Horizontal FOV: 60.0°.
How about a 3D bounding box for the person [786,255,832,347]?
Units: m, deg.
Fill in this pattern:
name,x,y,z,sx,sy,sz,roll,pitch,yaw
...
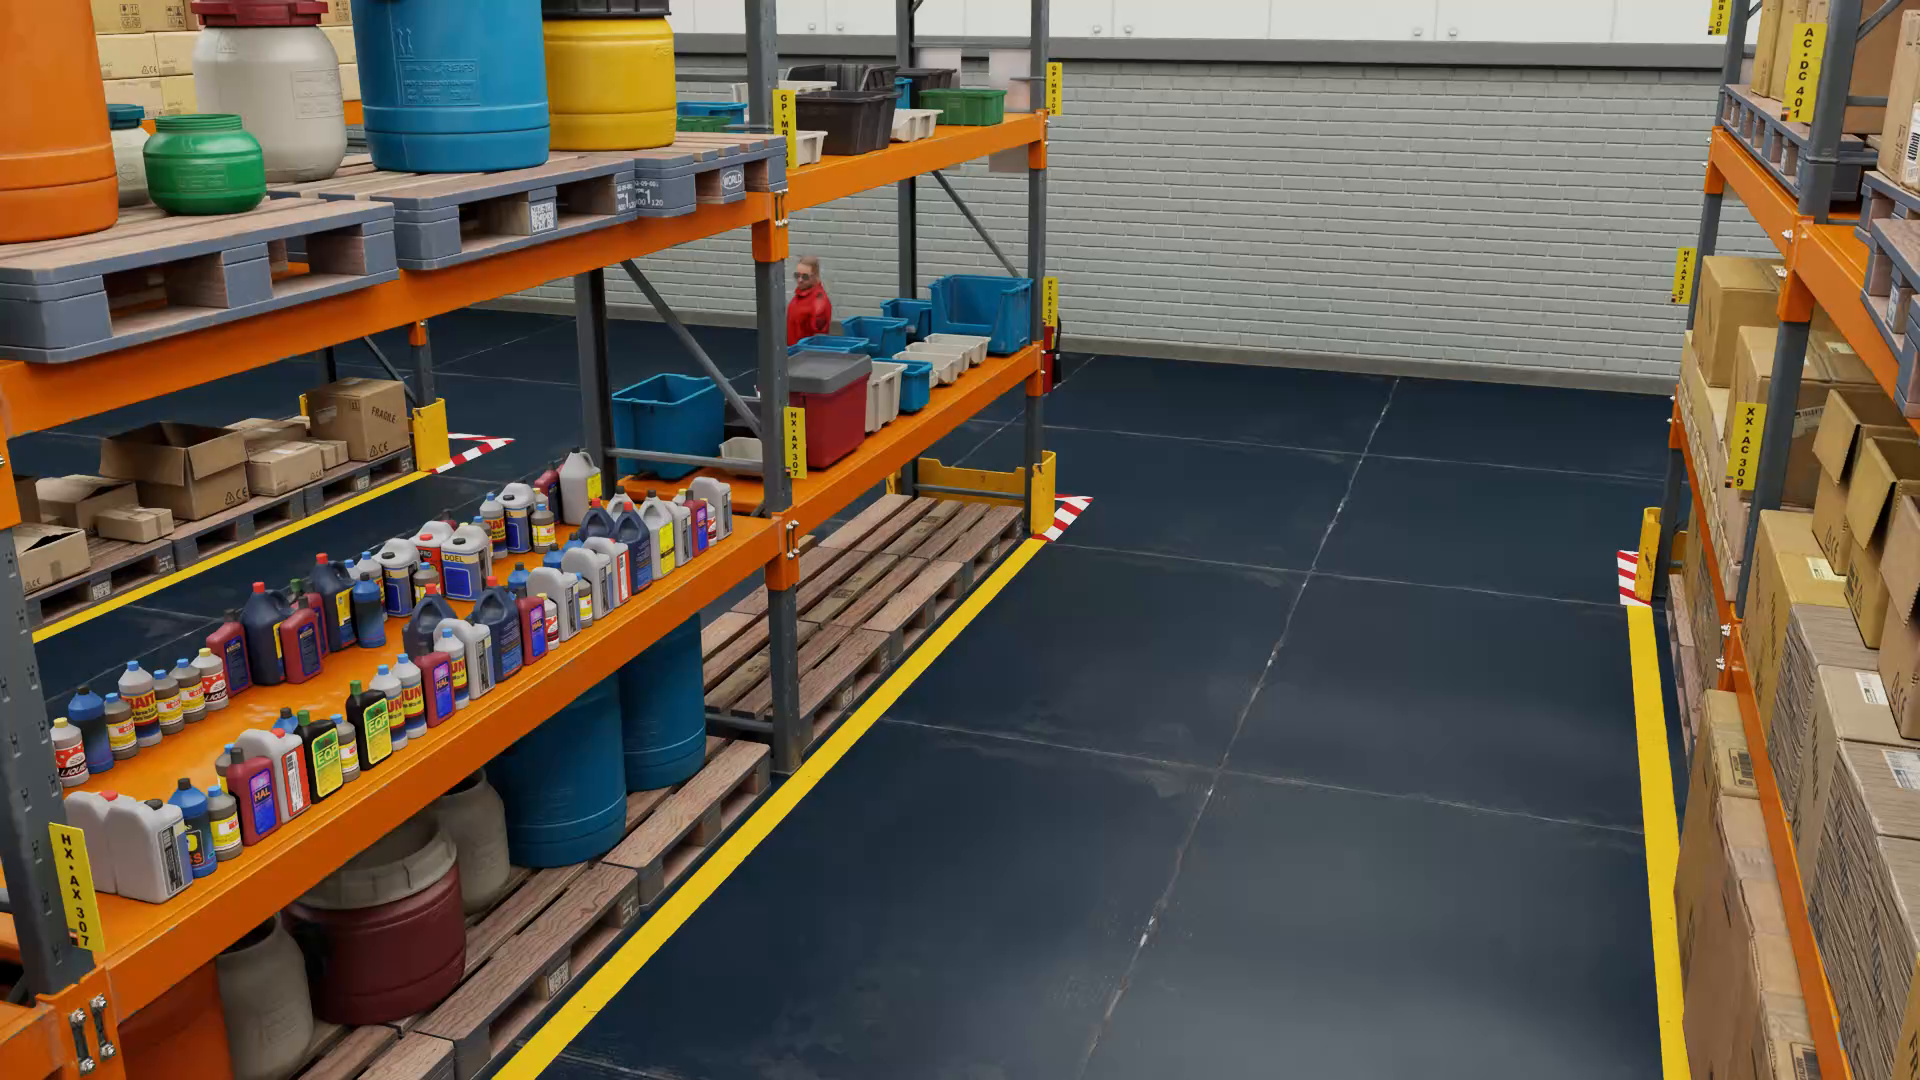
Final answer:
name,x,y,z,sx,sy,sz,roll,pitch,yaw
person,-1.211,-1.311,12.500,0.936,1.671,0.616,-9,21,-25
